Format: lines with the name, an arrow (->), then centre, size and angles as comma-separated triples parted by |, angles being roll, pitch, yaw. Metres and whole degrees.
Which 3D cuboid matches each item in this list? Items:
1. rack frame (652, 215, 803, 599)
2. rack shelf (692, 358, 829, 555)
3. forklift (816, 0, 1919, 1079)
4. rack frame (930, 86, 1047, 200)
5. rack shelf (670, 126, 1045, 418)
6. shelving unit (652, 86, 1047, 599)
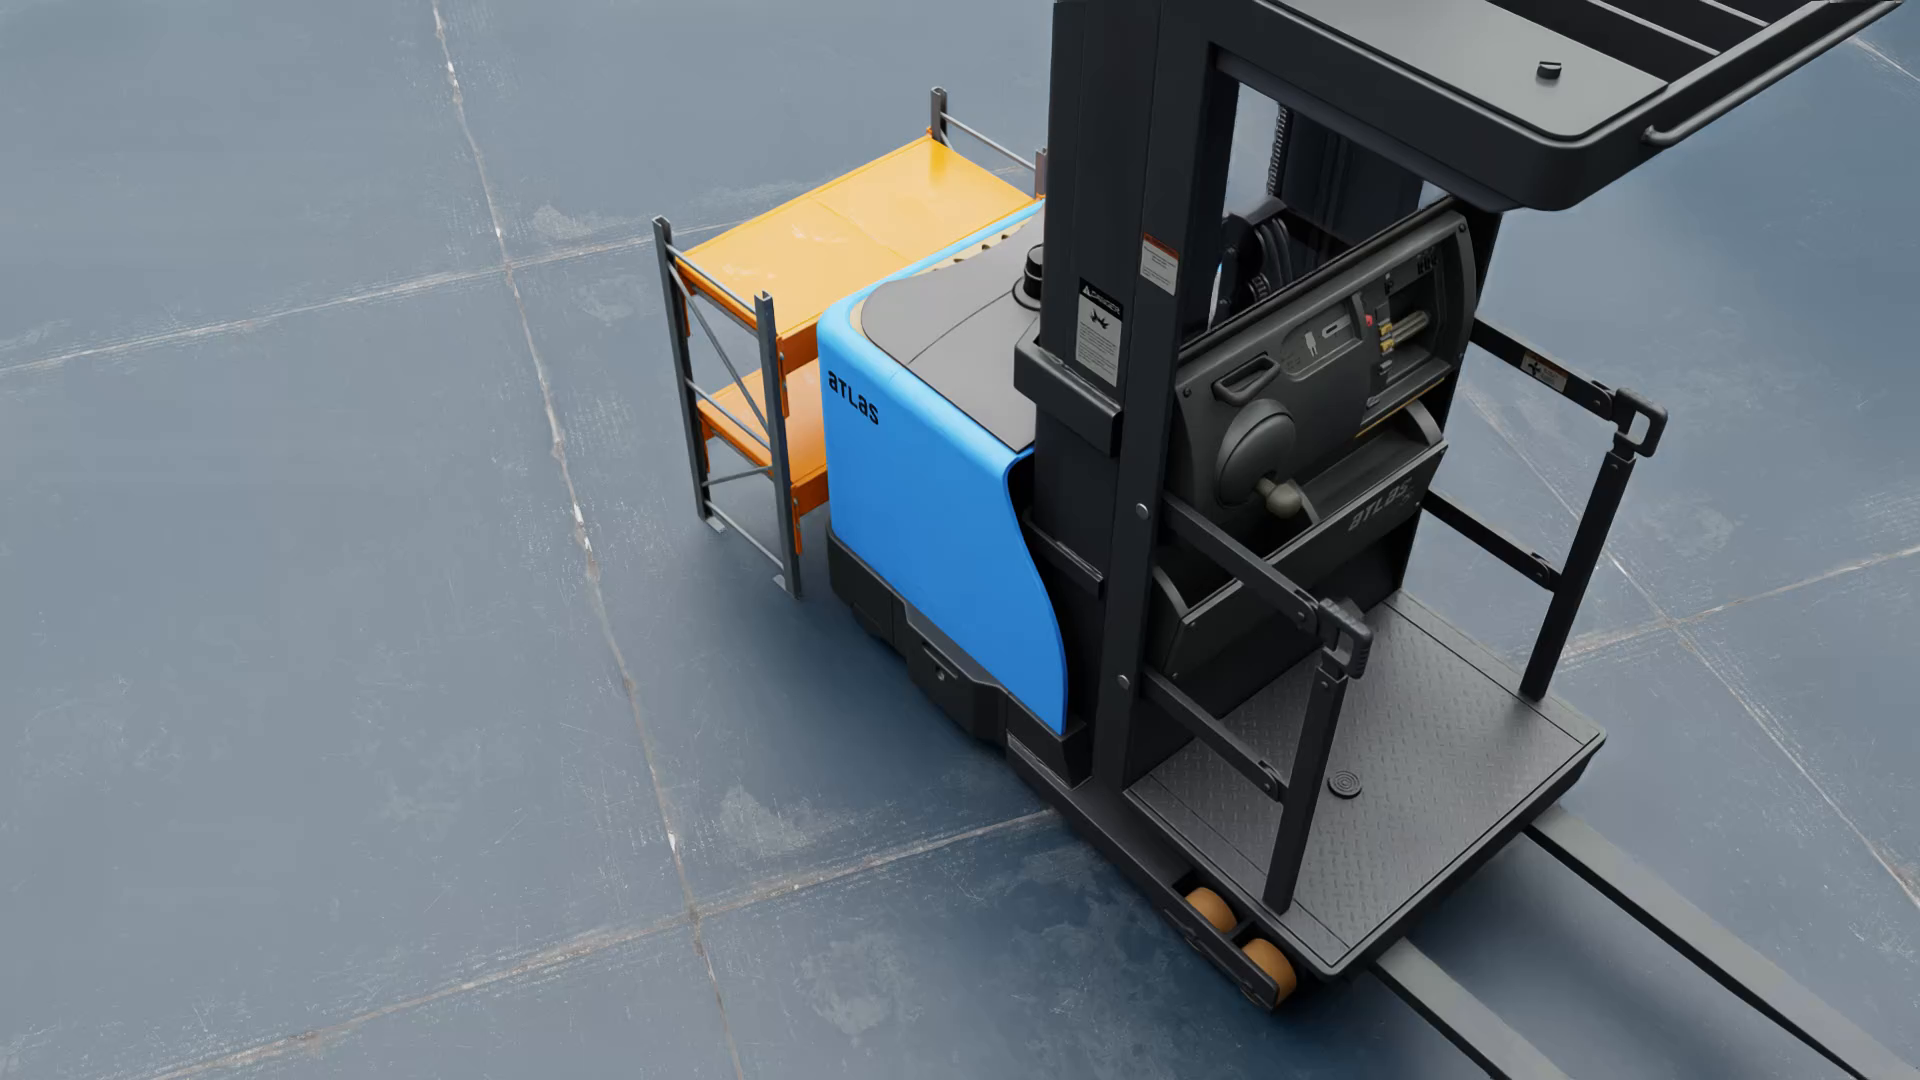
rack frame -> -0.661, -0.354, 4.809 | 0.032, 1.125, 0.500 | -33, 54, -28
rack shelf -> -0.286, -0.424, 5.224 | 1.000, 0.278, 0.538 | -33, 54, -28
forklift -> 0.944, -0.297, 3.476 | 1.130, 2.935, 3.031 | -31, 53, -27
rack frame -> 0.090, -0.840, 5.293 | 0.032, 1.125, 0.500 | -33, 54, -28
rack shelf -> -0.286, -0.804, 4.843 | 1.000, 0.278, 0.538 | -33, 54, -28
shelving unit -> -0.286, -0.597, 5.051 | 1.048, 1.125, 0.538 | -33, 54, -28
